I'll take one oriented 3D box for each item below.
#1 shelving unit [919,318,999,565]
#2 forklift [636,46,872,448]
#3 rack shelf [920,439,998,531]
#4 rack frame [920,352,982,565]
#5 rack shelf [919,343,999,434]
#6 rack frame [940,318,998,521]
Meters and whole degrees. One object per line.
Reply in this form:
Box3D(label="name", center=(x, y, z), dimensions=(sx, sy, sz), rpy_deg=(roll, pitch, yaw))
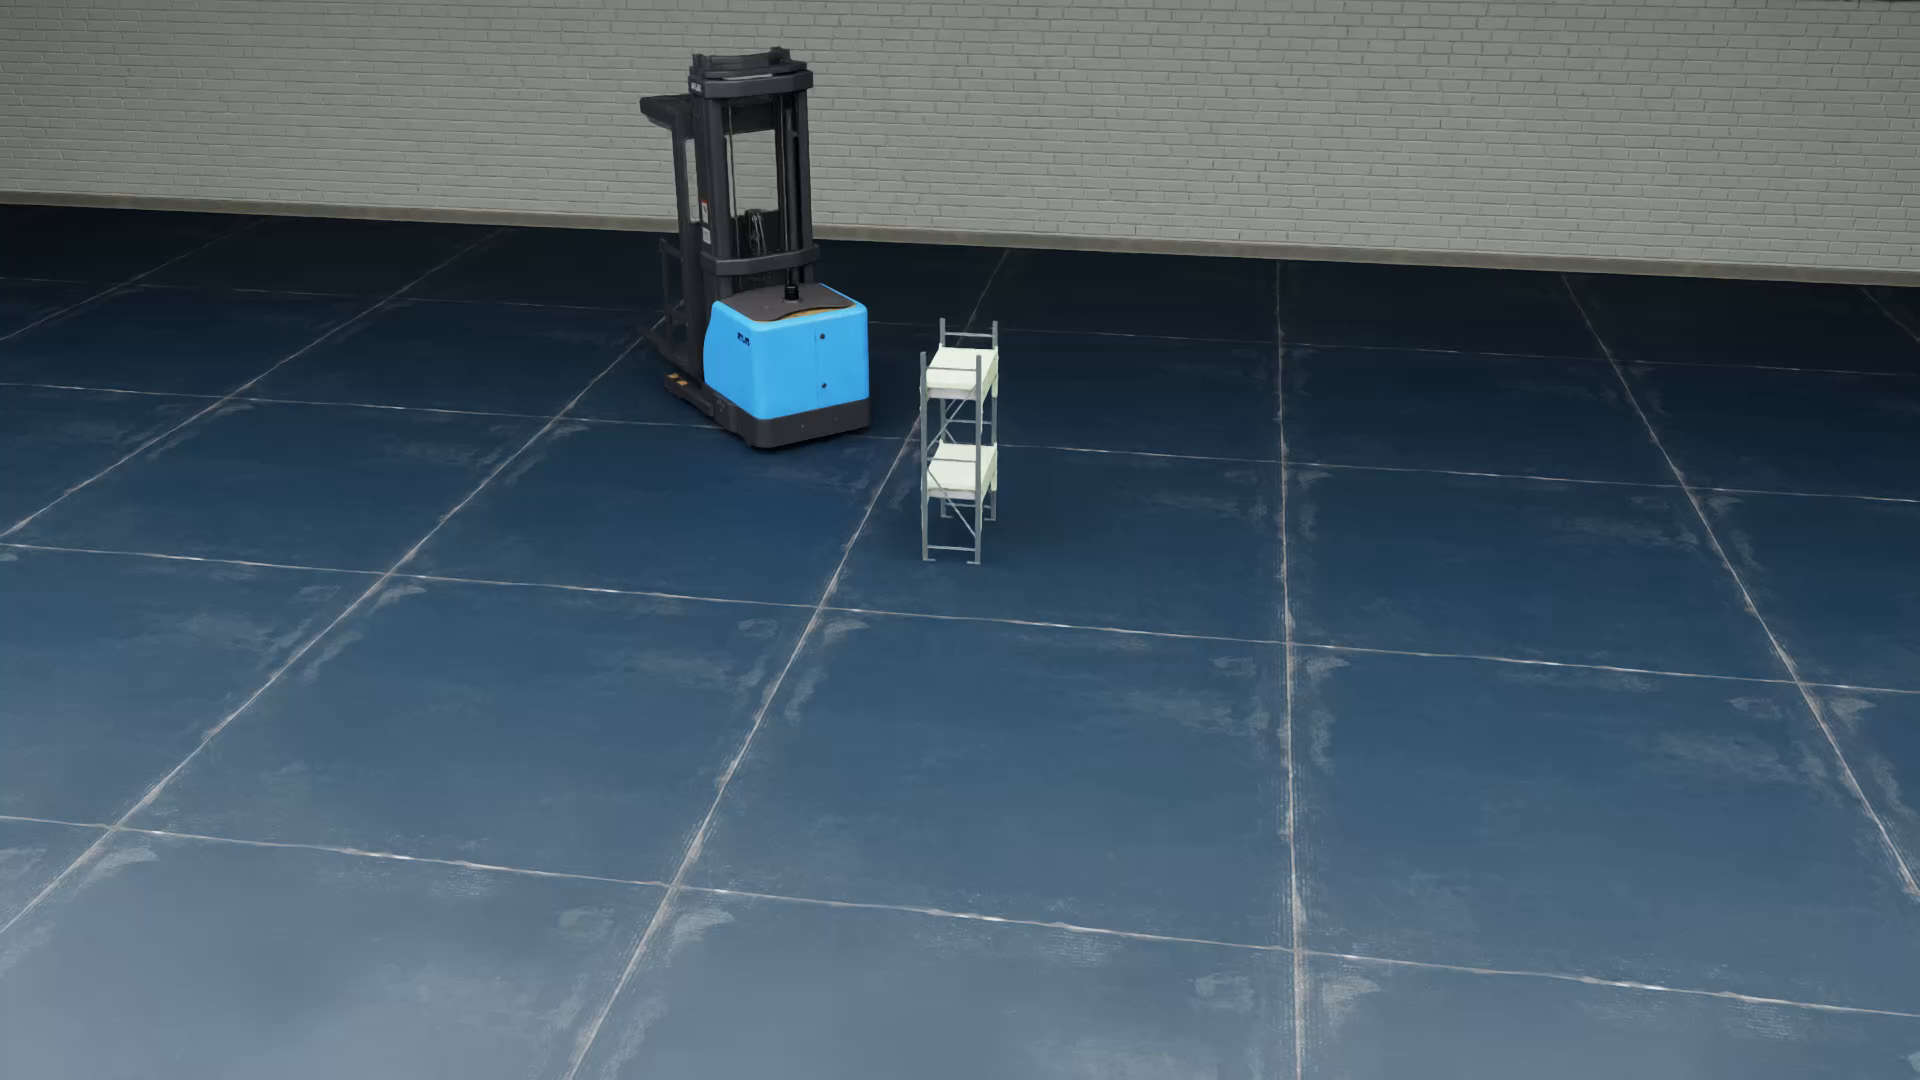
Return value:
Box3D(label="shelving unit", center=(0.001, -0.682, 11.438), dimensions=(0.431, 1.500, 0.755), rpy_deg=(4, 25, 9))
Box3D(label="forklift", center=(-1.928, -2.632, 13.915), dimensions=(1.130, 2.935, 3.031), rpy_deg=(-15, 29, -29))
Box3D(label="rack shelf", center=(0.001, -0.387, 11.576), dimensions=(0.431, 0.370, 0.720), rpy_deg=(4, 25, 9))
Box3D(label="rack frame", center=(-0.059, -0.529, 11.111), dimensions=(0.400, 1.500, 0.023), rpy_deg=(4, 25, 9))
Box3D(label="rack shelf", center=(0.001, -1.036, 11.273), dimensions=(0.431, 0.370, 0.720), rpy_deg=(4, 25, 9))
Box3D(label="rack frame", center=(0.061, -0.835, 11.765), dimensions=(0.400, 1.500, 0.023), rpy_deg=(4, 25, 9))
